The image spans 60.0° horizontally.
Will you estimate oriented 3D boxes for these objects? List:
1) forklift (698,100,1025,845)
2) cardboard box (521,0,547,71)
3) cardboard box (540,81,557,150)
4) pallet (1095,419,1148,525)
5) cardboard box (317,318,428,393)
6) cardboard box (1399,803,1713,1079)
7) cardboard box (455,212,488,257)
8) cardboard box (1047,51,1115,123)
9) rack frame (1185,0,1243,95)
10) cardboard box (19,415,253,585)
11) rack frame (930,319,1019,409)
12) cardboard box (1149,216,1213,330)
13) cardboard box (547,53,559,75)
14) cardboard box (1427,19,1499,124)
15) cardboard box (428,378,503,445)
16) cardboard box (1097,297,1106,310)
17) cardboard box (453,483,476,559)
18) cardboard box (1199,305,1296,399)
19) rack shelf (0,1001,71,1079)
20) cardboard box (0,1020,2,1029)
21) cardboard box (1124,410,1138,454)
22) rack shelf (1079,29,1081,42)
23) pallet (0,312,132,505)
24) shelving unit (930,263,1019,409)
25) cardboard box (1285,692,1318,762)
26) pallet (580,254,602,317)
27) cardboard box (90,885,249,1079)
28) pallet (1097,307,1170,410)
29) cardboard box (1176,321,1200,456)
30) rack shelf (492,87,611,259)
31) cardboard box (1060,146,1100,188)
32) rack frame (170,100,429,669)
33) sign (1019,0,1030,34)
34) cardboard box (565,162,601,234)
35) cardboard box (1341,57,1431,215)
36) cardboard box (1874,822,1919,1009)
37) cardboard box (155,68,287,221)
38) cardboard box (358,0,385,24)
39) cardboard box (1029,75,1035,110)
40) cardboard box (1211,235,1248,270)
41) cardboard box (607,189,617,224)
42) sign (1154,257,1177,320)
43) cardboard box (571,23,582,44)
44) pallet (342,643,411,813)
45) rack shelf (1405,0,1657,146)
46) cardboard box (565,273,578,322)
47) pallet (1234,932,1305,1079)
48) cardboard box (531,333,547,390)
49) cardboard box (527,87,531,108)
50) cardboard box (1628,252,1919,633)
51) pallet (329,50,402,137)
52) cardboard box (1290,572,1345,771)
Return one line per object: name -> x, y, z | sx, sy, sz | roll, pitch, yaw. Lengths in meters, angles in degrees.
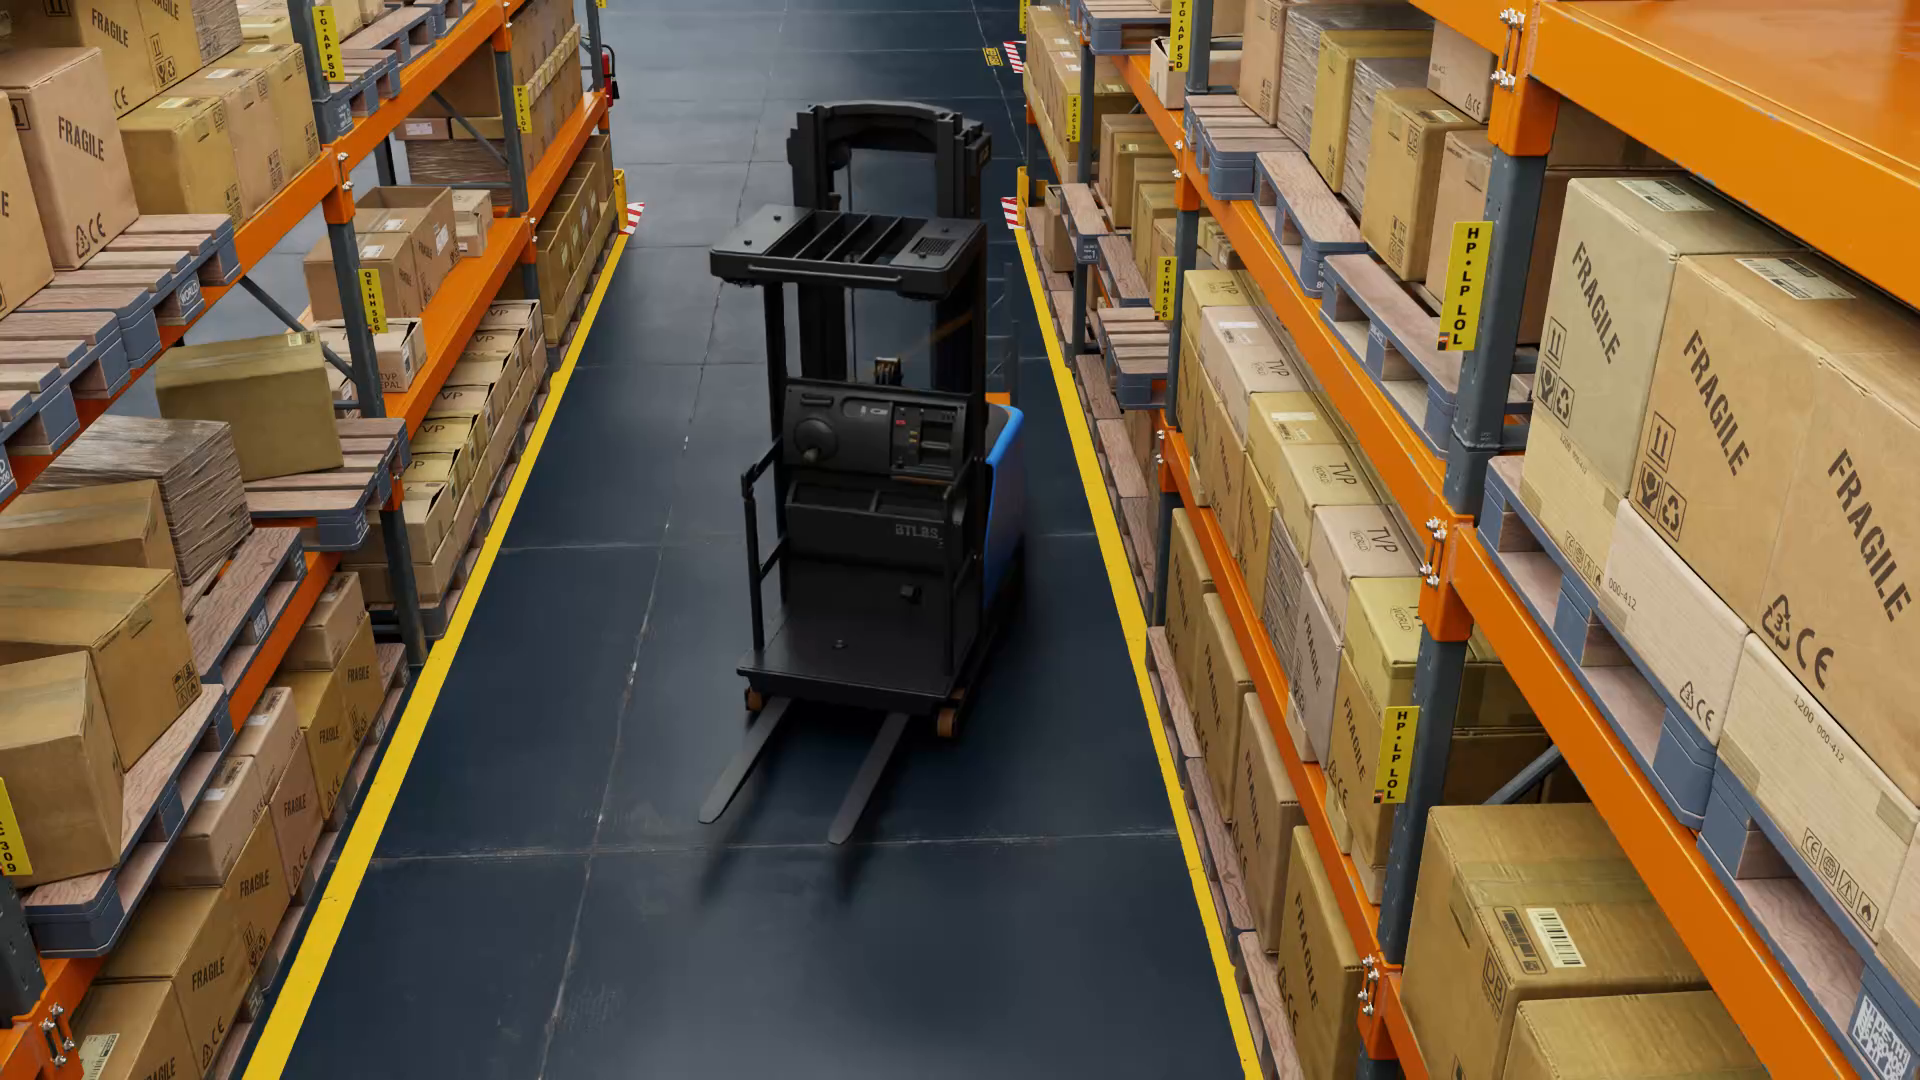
forklift -> -0.474, -0.496, 8.031 | 1.130, 2.935, 3.031 | 7, 28, 12
cardboard box -> -3.702, -4.026, 13.214 | 0.700, 0.500, 0.500 | -1, 28, -3
cardboard box -> -3.708, -3.467, 13.545 | 0.700, 0.500, 0.500 | -1, 28, -1
pallet -> 1.461, -0.467, 10.916 | 1.003, 0.211, 1.213 | -1, 28, -3
cardboard box -> -3.239, -1.037, 9.091 | 0.500, 0.311, 0.500 | -2, 28, -3
cardboard box -> 1.782, 1.185, 4.410 | 0.980, 0.700, 0.700 | -1, 28, -2
cardboard box -> -3.365, -2.045, 11.072 | 0.396, 0.266, 0.258 | -2, 28, -4
cardboard box -> 0.972, -3.576, 13.193 | 0.500, 0.500, 0.500 | -2, 28, -4
rack frame -> 1.561, -3.440, 7.115 | 1.000, 3.000, 0.127 | -1, 28, -3
cardboard box -> -3.383, -0.174, 6.778 | 0.700, 0.500, 0.500 | 4, 28, 7
rack frame -> 0.082, -0.573, 9.727 | 0.500, 1.500, 0.032 | 0, 28, -1
cardboard box -> 1.471, -1.494, 9.286 | 0.700, 0.500, 0.500 | -4, 28, -7
cardboard box -> -3.524, -3.915, 13.704 | 0.380, 0.149, 0.250 | -1, 28, -1
cardboard box -> 1.811, -1.499, 5.242 | 0.500, 0.250, 0.500 | -2, 28, -4
cardboard box -> -3.207, -0.839, 10.527 | 0.500, 0.311, 0.500 | -2, 28, -3
cardboard box -> 1.295, -1.812, 13.070 | 0.380, 0.166, 0.250 | -5, 28, -9
cardboard box -> -3.147, -0.107, 9.730 | 0.500, 0.250, 0.500 | -2, 28, -4
cardboard box -> 1.356, -0.834, 7.342 | 0.500, 0.250, 0.500 | -2, 28, -3
rack shelf -> -3.072, 2.431, 3.123 | 1.077, 0.370, 4.000 | -1, 28, -3
cardboard box -> -3.489, 1.881, 5.628 | 0.500, 0.500, 0.500 | -2, 28, -3
cardboard box -> 1.471, -0.901, 10.960 | 0.700, 0.500, 0.500 | -1, 28, -2
rack shelf -> 1.248, -4.562, 13.287 | 1.077, 0.370, 4.000 | -1, 28, -3
pallet -> -3.141, -0.361, 4.658 | 1.213, 0.211, 1.003 | -1, 28, -3
shelving unit -> 0.076, -0.804, 10.170 | 0.587, 1.500, 1.083 | 0, 28, -1
cardboard box -> 1.392, 0.663, 5.985 | 0.380, 0.149, 0.250 | -1, 28, -3
pallet -> -3.661, -2.203, 14.245 | 1.003, 0.211, 1.213 | -1, 28, -3
cardboard box -> -2.997, 1.626, 6.115 | 0.500, 0.500, 0.500 | -1, 28, -2
pallet -> 1.418, -1.022, 9.172 | 1.213, 0.211, 1.003 | -1, 28, -3
cardboard box -> 1.331, -0.735, 7.964 | 0.500, 0.500, 0.500 | -1, 28, -1
rack shelf -> -3.699, -3.111, 13.748 | 1.077, 0.370, 4.000 | -1, 28, -3
cardboard box -> 1.025, -2.781, 12.479 | 0.500, 0.250, 0.500 | -1, 28, -3
rack frame -> -3.385, -0.659, 8.269 | 1.000, 3.000, 0.127 | -1, 28, -3
sign -> 0.602, -4.845, 15.360 | 0.100, 0.325, 0.005 | -1, 28, -3
cardboard box -> -3.411, -2.951, 14.372 | 0.500, 0.500, 0.500 | -1, 28, -3
cardboard box -> 1.778, -1.400, 5.862 | 0.700, 0.500, 0.500 | -1, 28, -3
cardboard box -> 1.615, 0.608, 2.197 | 0.500, 0.250, 0.500 | -2, 28, -4
cardboard box -> -3.302, -1.597, 6.716 | 0.910, 0.500, 0.500 | -1, 28, -3
cardboard box -> -3.556, -3.071, 9.359 | 0.500, 0.250, 0.500 | -4, 28, -7
cardboard box -> 0.893, -3.944, 14.710 | 0.500, 0.250, 0.500 | -2, 28, -4
cardboard box -> 1.513, -1.466, 8.531 | 0.380, 0.149, 0.250 | -5, 28, -9
cardboard box -> -3.480, -3.080, 15.430 | 0.500, 0.250, 0.500 | -1, 28, -3
sign -> 1.020, -1.241, 8.219 | 0.100, 0.325, 0.005 | -1, 28, -3
cardboard box -> -3.593, -4.513, 14.850 | 0.380, 0.149, 0.250 | -2, 28, -4
pallet -> -3.384, 0.923, 8.251 | 1.003, 0.211, 1.213 | -1, 28, -3
rack shelf -> 1.666, -2.020, 5.603 | 1.077, 0.370, 4.000 | -1, 28, -3
cardboard box -> -3.337, -1.926, 13.217 | 0.500, 0.250, 0.500 | -1, 28, -3
pallet -> 1.655, 1.949, 6.285 | 1.003, 0.211, 1.213 | -1, 28, -3
cardboard box -> -3.283, -1.289, 11.996 | 0.500, 0.250, 0.500 | -2, 28, -3
cardboard box -> -3.458, -3.323, 12.568 | 0.380, 0.149, 0.250 | -2, 28, -3
cardboard box -> 1.560, -0.186, 2.909 | 0.500, 0.500, 0.500 | -2, 28, -4
pallet -> -3.510, -2.216, 8.216 | 1.213, 0.211, 1.003 | 0, 28, 0
cardboard box -> 1.458, 0.440, 5.712 | 0.500, 0.500, 0.500 | -1, 28, -2
